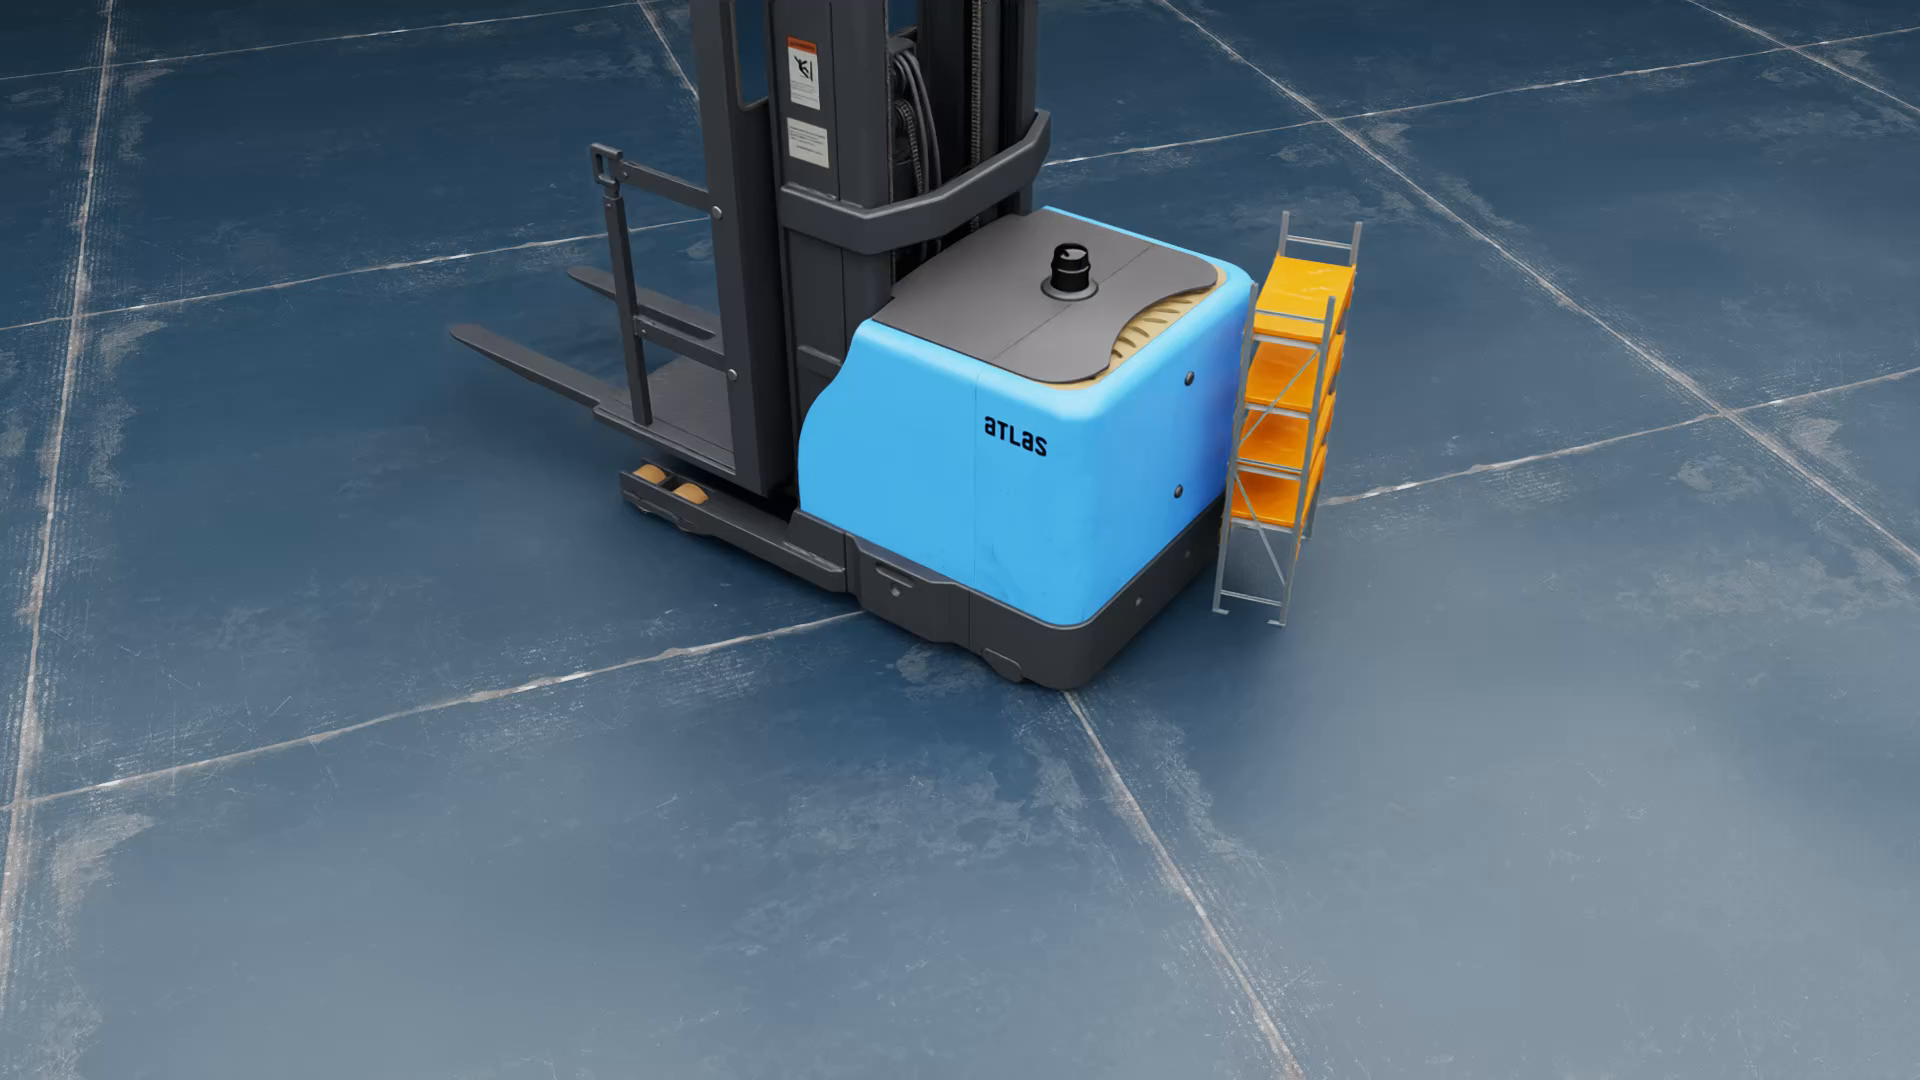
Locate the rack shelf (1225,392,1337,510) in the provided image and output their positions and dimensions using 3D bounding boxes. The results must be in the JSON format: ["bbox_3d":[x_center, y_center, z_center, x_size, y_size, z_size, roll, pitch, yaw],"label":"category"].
[{"bbox_3d":[1.021,-0.310,5.276,0.258,0.148,0.480,12,39,15],"label":"rack shelf"}]

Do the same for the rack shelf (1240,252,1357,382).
[{"bbox_3d":[1.021,-0.677,4.999,0.258,0.148,0.480,12,39,15],"label":"rack shelf"}]

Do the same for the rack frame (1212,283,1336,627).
[{"bbox_3d":[0.940,-0.225,5.051,0.240,1.200,0.015,12,39,15],"label":"rack frame"}]

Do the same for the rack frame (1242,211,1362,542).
[{"bbox_3d":[1.102,-0.502,5.419,0.240,1.200,0.015,12,39,15],"label":"rack frame"}]

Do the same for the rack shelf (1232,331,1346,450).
[{"bbox_3d":[1.021,-0.488,5.141,0.258,0.148,0.480,12,39,15],"label":"rack shelf"}]

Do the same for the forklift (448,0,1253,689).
[{"bbox_3d":[-0.575,-1.430,5.212,3.031,2.935,1.130,24,43,28],"label":"forklift"}]

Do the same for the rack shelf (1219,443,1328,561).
[{"bbox_3d":[1.021,-0.151,5.395,0.258,0.148,0.480,12,39,15],"label":"rack shelf"}]

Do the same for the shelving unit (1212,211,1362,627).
[{"bbox_3d":[1.021,-0.363,5.235,0.258,1.200,0.503,12,39,15],"label":"shelving unit"}]
